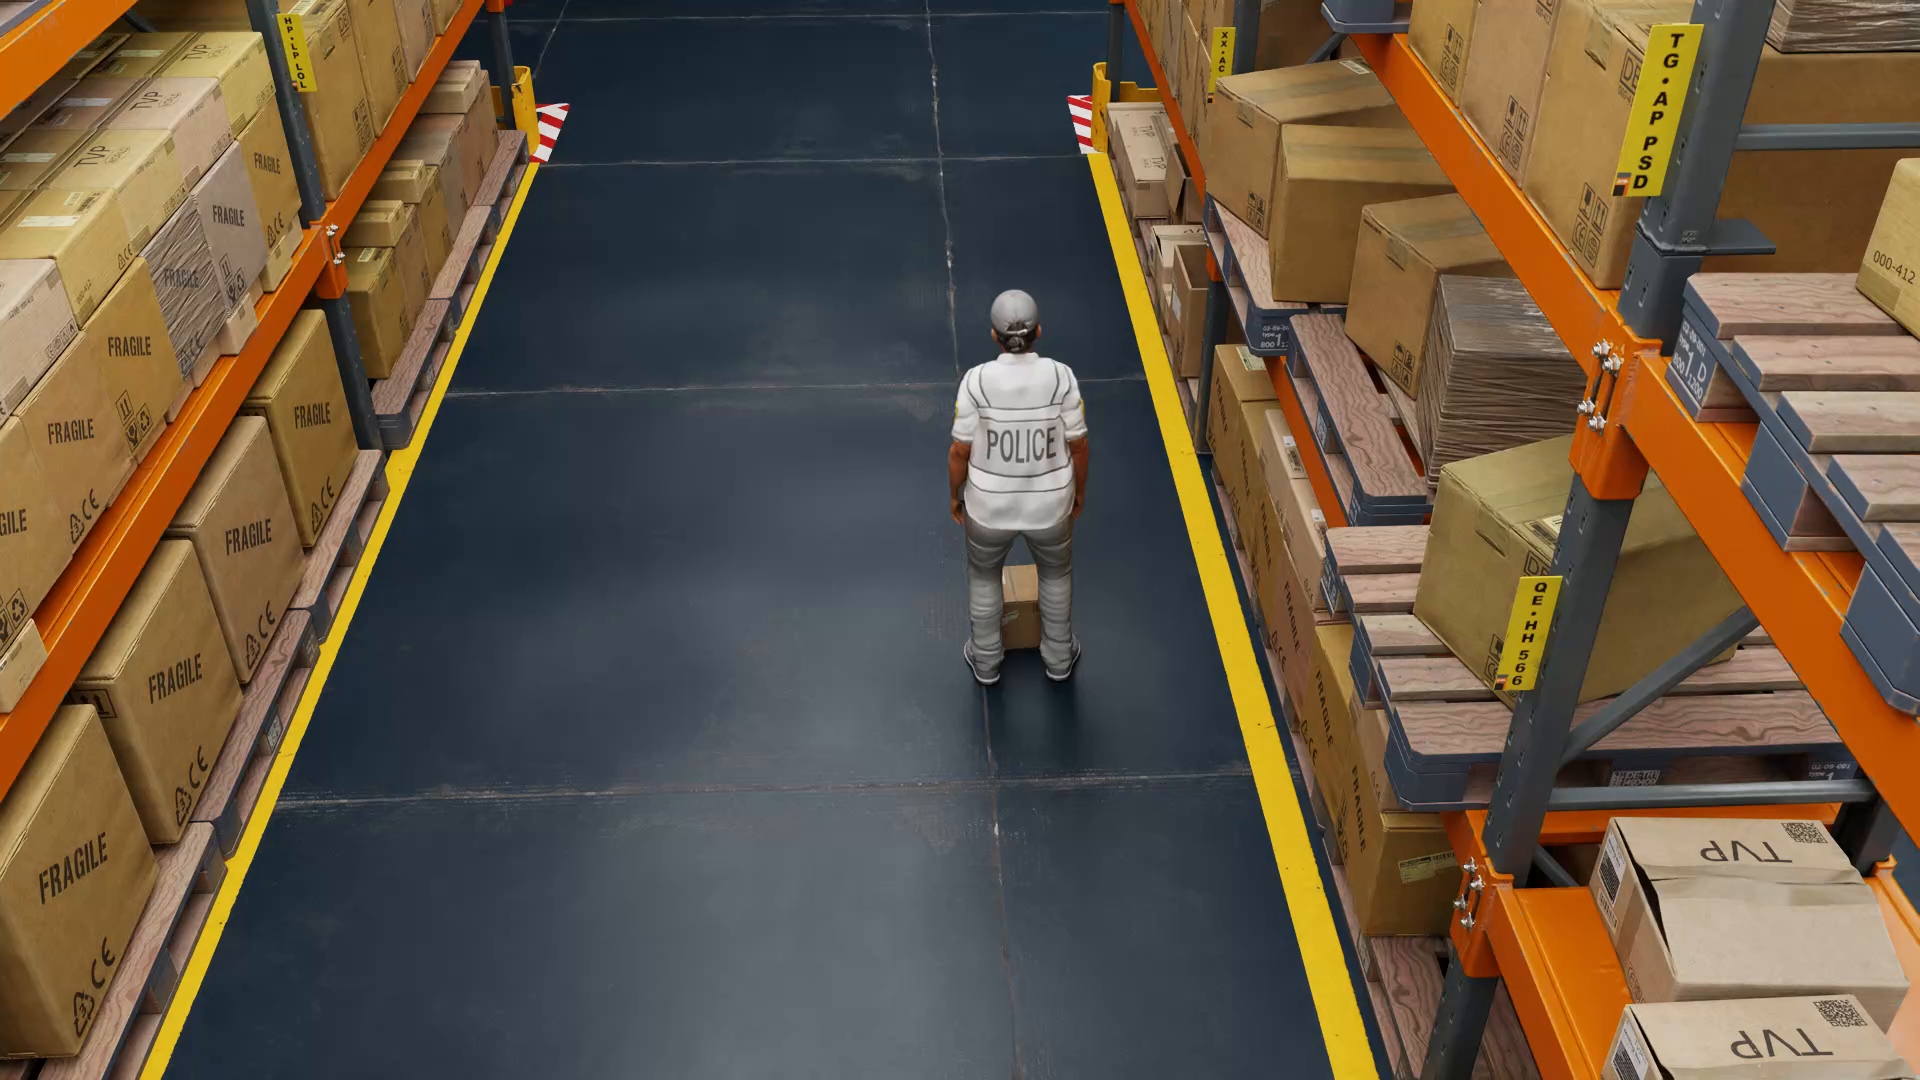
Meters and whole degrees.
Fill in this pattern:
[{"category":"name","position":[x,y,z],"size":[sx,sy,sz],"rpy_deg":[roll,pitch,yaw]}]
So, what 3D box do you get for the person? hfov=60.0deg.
[{"category":"person","position":[0.230,-0.169,6.378],"size":[0.547,1.666,0.473],"rpy_deg":[-1,35,-2]}]
